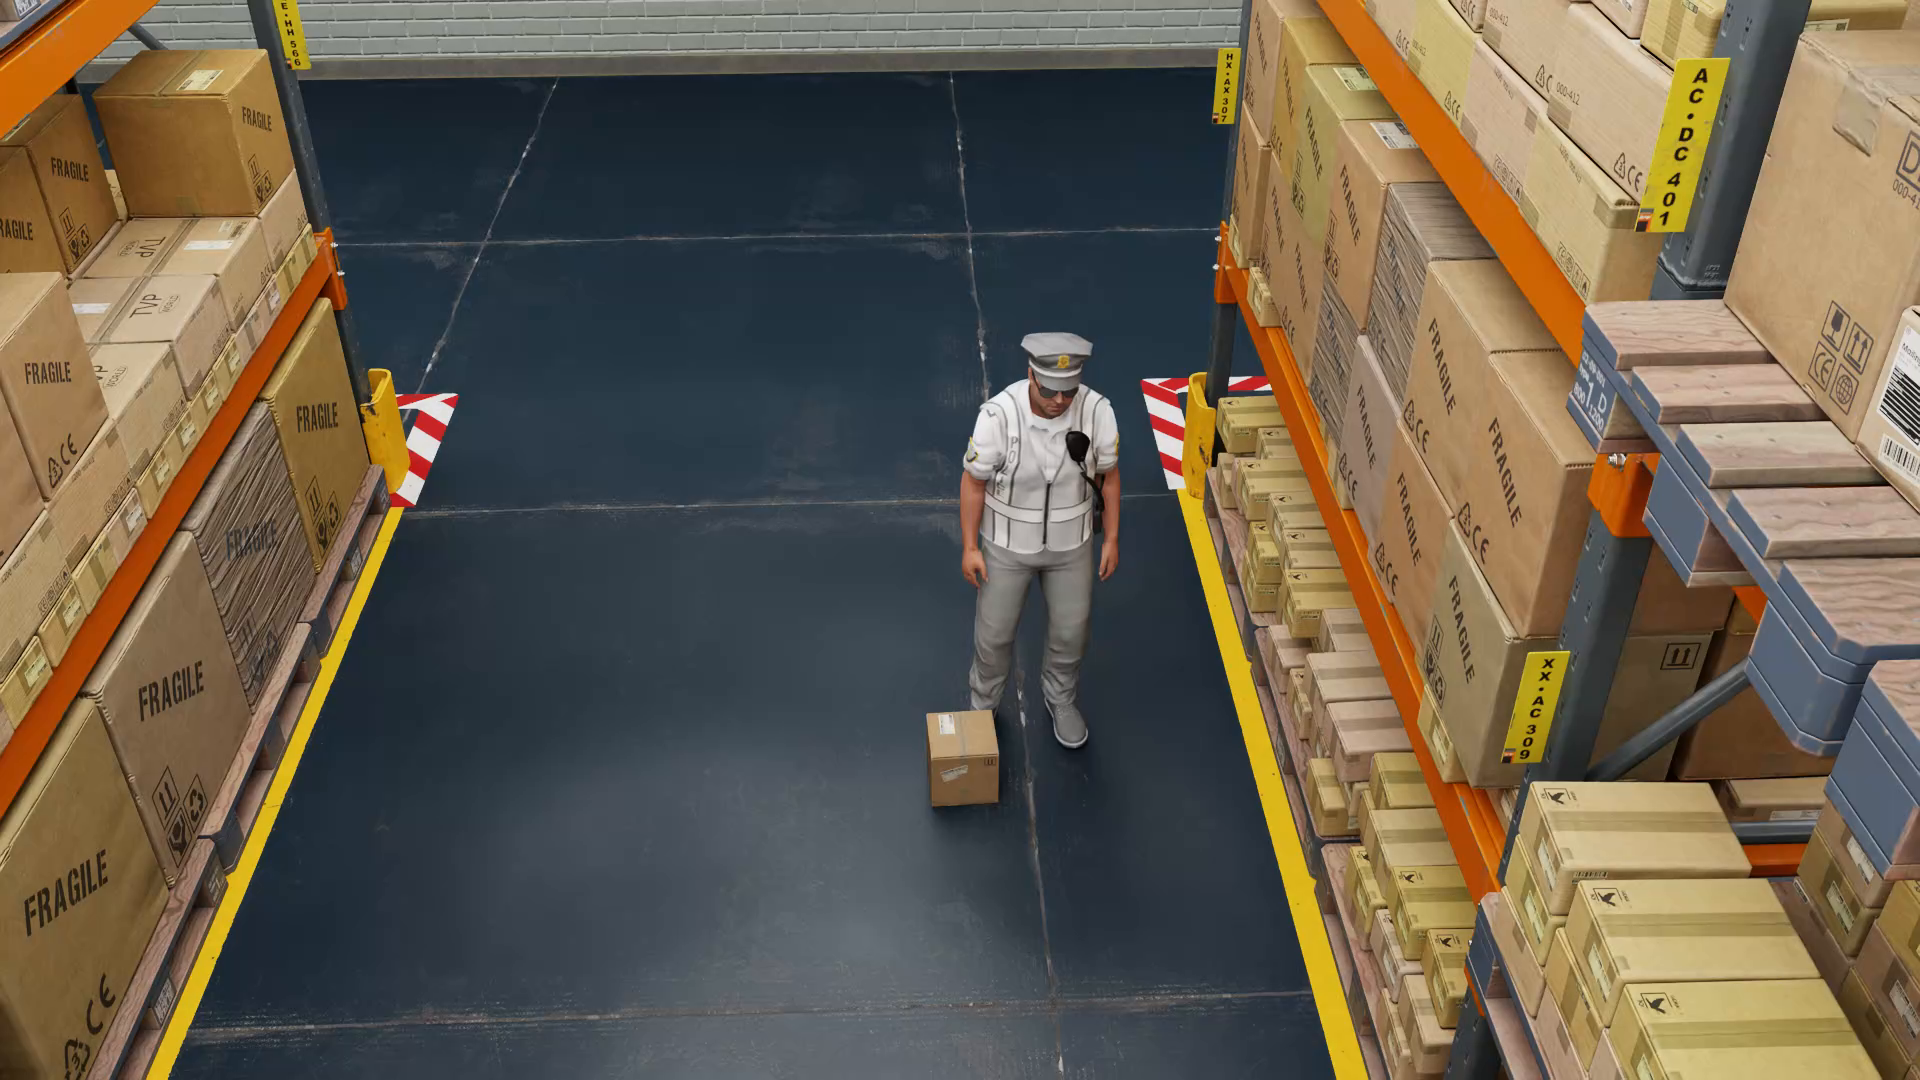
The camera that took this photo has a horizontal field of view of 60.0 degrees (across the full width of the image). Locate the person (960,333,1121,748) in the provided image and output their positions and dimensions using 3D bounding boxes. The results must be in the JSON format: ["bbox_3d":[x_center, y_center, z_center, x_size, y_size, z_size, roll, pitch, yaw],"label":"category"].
[{"bbox_3d":[0.288,-0.006,6.145,0.605,1.750,0.429,-4,35,-5],"label":"person"}]
